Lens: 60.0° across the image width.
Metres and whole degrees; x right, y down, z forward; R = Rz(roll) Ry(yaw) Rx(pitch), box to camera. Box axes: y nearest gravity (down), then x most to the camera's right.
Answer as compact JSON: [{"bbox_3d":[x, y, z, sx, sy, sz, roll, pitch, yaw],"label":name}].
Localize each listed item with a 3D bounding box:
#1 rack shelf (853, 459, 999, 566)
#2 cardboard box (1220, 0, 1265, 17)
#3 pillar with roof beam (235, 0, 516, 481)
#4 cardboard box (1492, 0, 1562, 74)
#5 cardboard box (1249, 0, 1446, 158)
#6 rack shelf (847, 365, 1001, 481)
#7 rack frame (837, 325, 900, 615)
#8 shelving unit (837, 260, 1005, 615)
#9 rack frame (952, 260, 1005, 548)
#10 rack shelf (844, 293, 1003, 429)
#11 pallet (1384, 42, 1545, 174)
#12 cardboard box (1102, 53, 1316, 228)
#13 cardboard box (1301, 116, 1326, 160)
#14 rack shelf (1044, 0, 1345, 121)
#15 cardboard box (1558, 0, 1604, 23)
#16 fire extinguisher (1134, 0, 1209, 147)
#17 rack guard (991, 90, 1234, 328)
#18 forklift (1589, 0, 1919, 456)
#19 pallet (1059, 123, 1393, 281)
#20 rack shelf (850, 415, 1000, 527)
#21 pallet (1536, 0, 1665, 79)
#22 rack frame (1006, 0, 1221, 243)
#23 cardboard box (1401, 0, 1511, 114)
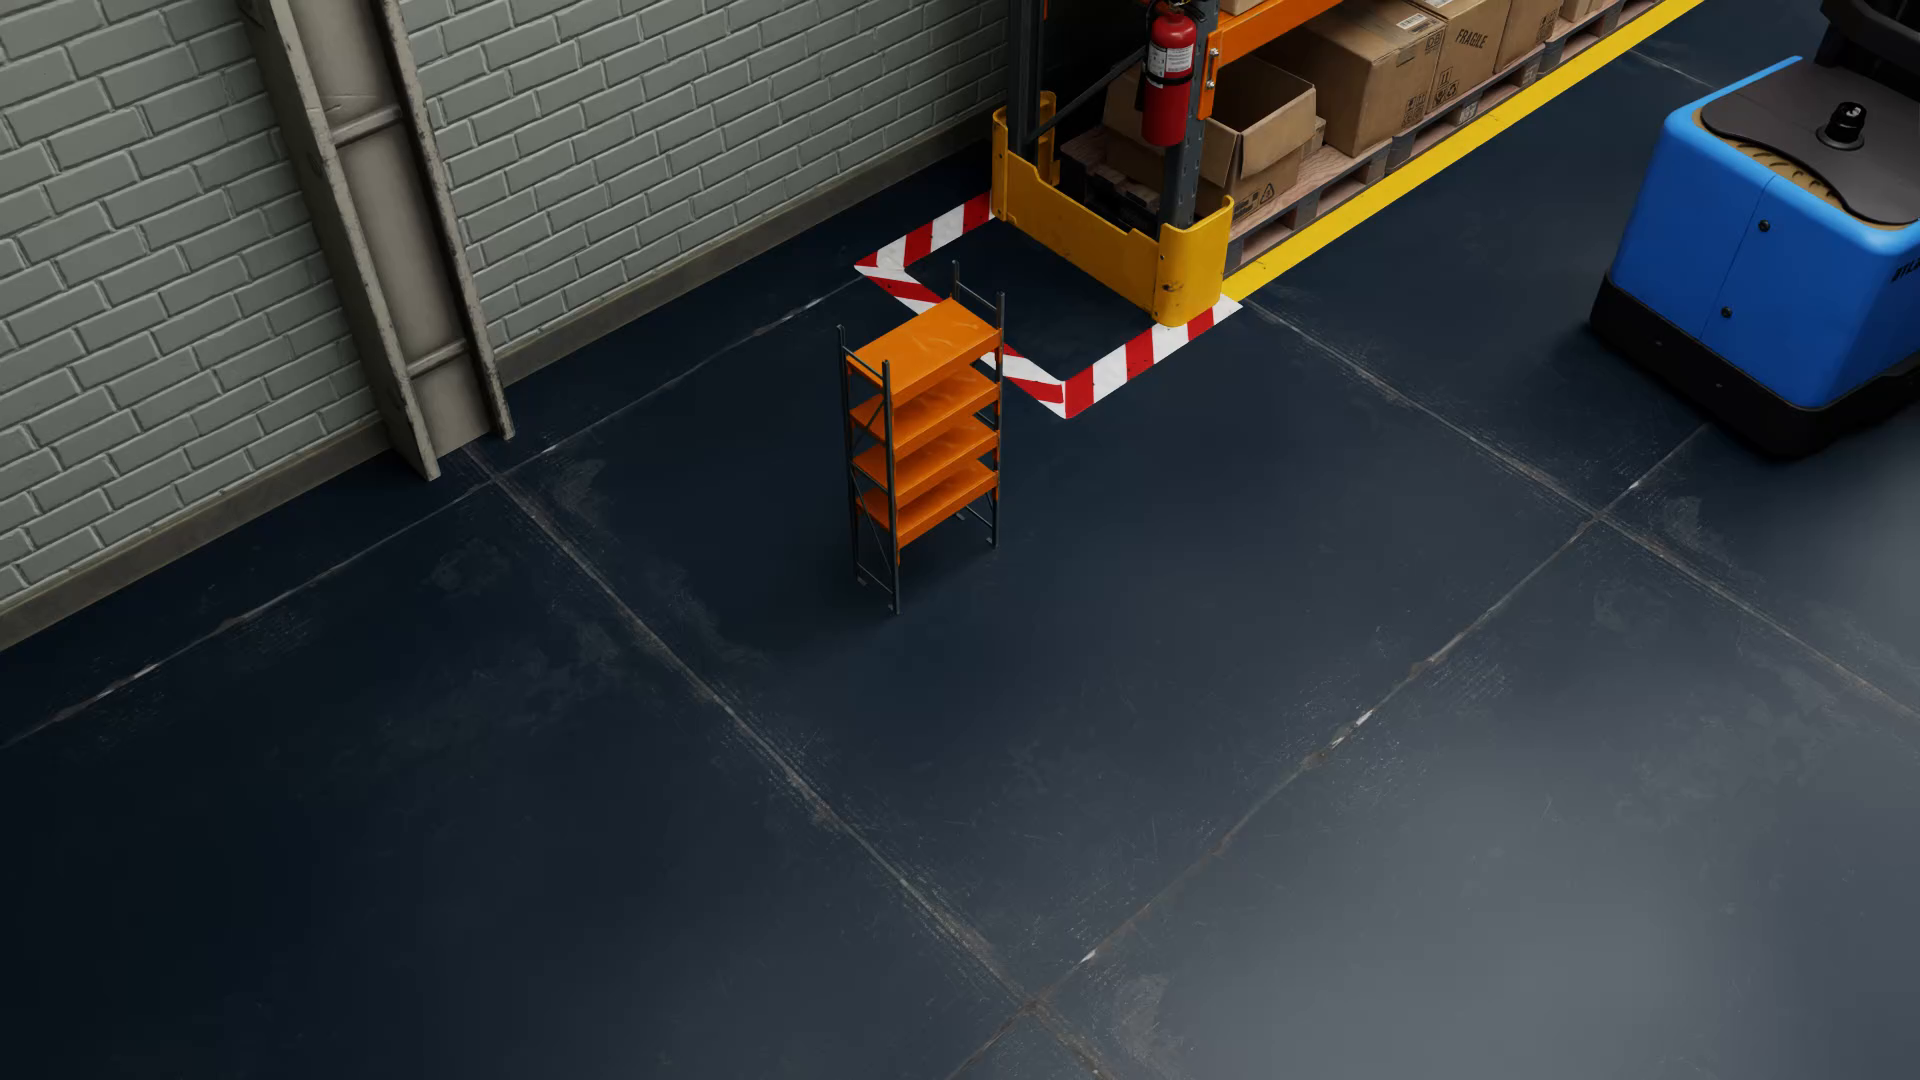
[{"bbox_3d":[-0.122,-0.145,5.929,0.480,0.148,0.258,-34,56,-27],"label":"rack shelf"},{"bbox_3d":[1.008,-2.196,6.406,0.250,0.149,0.380,-34,56,-27],"label":"cardboard box"},{"bbox_3d":[0.875,-1.118,1.159,0.400,9.000,9.100,-34,56,-27],"label":"pillar with roof beam"},{"bbox_3d":[2.523,-2.728,8.141,0.500,0.500,0.700,-36,57,-28],"label":"cardboard box"},{"bbox_3d":[1.755,-2.215,7.668,0.500,0.500,0.700,-32,55,-26],"label":"cardboard box"},{"bbox_3d":[-0.122,-0.431,5.619,0.480,0.148,0.258,-34,56,-27],"label":"rack shelf"},{"bbox_3d":[-0.303,-0.204,5.622,0.015,1.200,0.240,-34,56,-27],"label":"rack frame"},{"bbox_3d":[-0.122,-0.325,5.734,0.503,1.200,0.258,-34,56,-27],"label":"shelving unit"},{"bbox_3d":[0.058,-0.446,5.845,0.015,1.200,0.240,-34,56,-27],"label":"rack frame"},{"bbox_3d":[-0.122,-0.591,5.445,0.480,0.148,0.258,-34,56,-27],"label":"rack shelf"},{"bbox_3d":[2.128,-2.354,8.279,1.213,0.211,1.003,-34,56,-27],"label":"pallet"},{"bbox_3d":[1.097,-1.815,7.296,0.637,0.503,0.797,-36,57,-28],"label":"cardboard box"},{"bbox_3d":[1.437,-1.883,7.601,0.250,0.149,0.380,-36,57,-28],"label":"cardboard box"},{"bbox_3d":[2.060,-3.013,7.478,4.000,0.370,1.077,-34,56,-27],"label":"rack shelf"},{"bbox_3d":[3.061,-2.849,8.412,0.258,0.266,0.396,-32,55,-26],"label":"cardboard box"},{"bbox_3d":[0.783,-1.791,6.168,0.183,0.674,0.296,-34,56,-27],"label":"fire extinguisher"},{"bbox_3d":[0.637,-1.458,7.255,0.348,0.500,1.175,-34,56,-27],"label":"rack guard"},{"bbox_3d":[4.162,-2.177,6.264,3.031,2.935,1.130,-26,52,-22],"label":"forklift"},{"bbox_3d":[1.226,-1.754,7.725,1.213,0.211,1.003,-34,56,-27],"label":"pallet"},{"bbox_3d":[-0.122,-0.279,5.783,0.480,0.148,0.258,-34,56,-27],"label":"rack shelf"},{"bbox_3d":[3.031,-2.961,8.838,1.213,0.211,1.003,-34,56,-27],"label":"pallet"},{"bbox_3d":[0.580,-2.268,6.301,0.127,3.000,1.000,-34,56,-27],"label":"rack frame"},{"bbox_3d":[2.214,-2.422,7.859,0.500,0.500,0.500,-33,55,-27],"label":"cardboard box"}]
